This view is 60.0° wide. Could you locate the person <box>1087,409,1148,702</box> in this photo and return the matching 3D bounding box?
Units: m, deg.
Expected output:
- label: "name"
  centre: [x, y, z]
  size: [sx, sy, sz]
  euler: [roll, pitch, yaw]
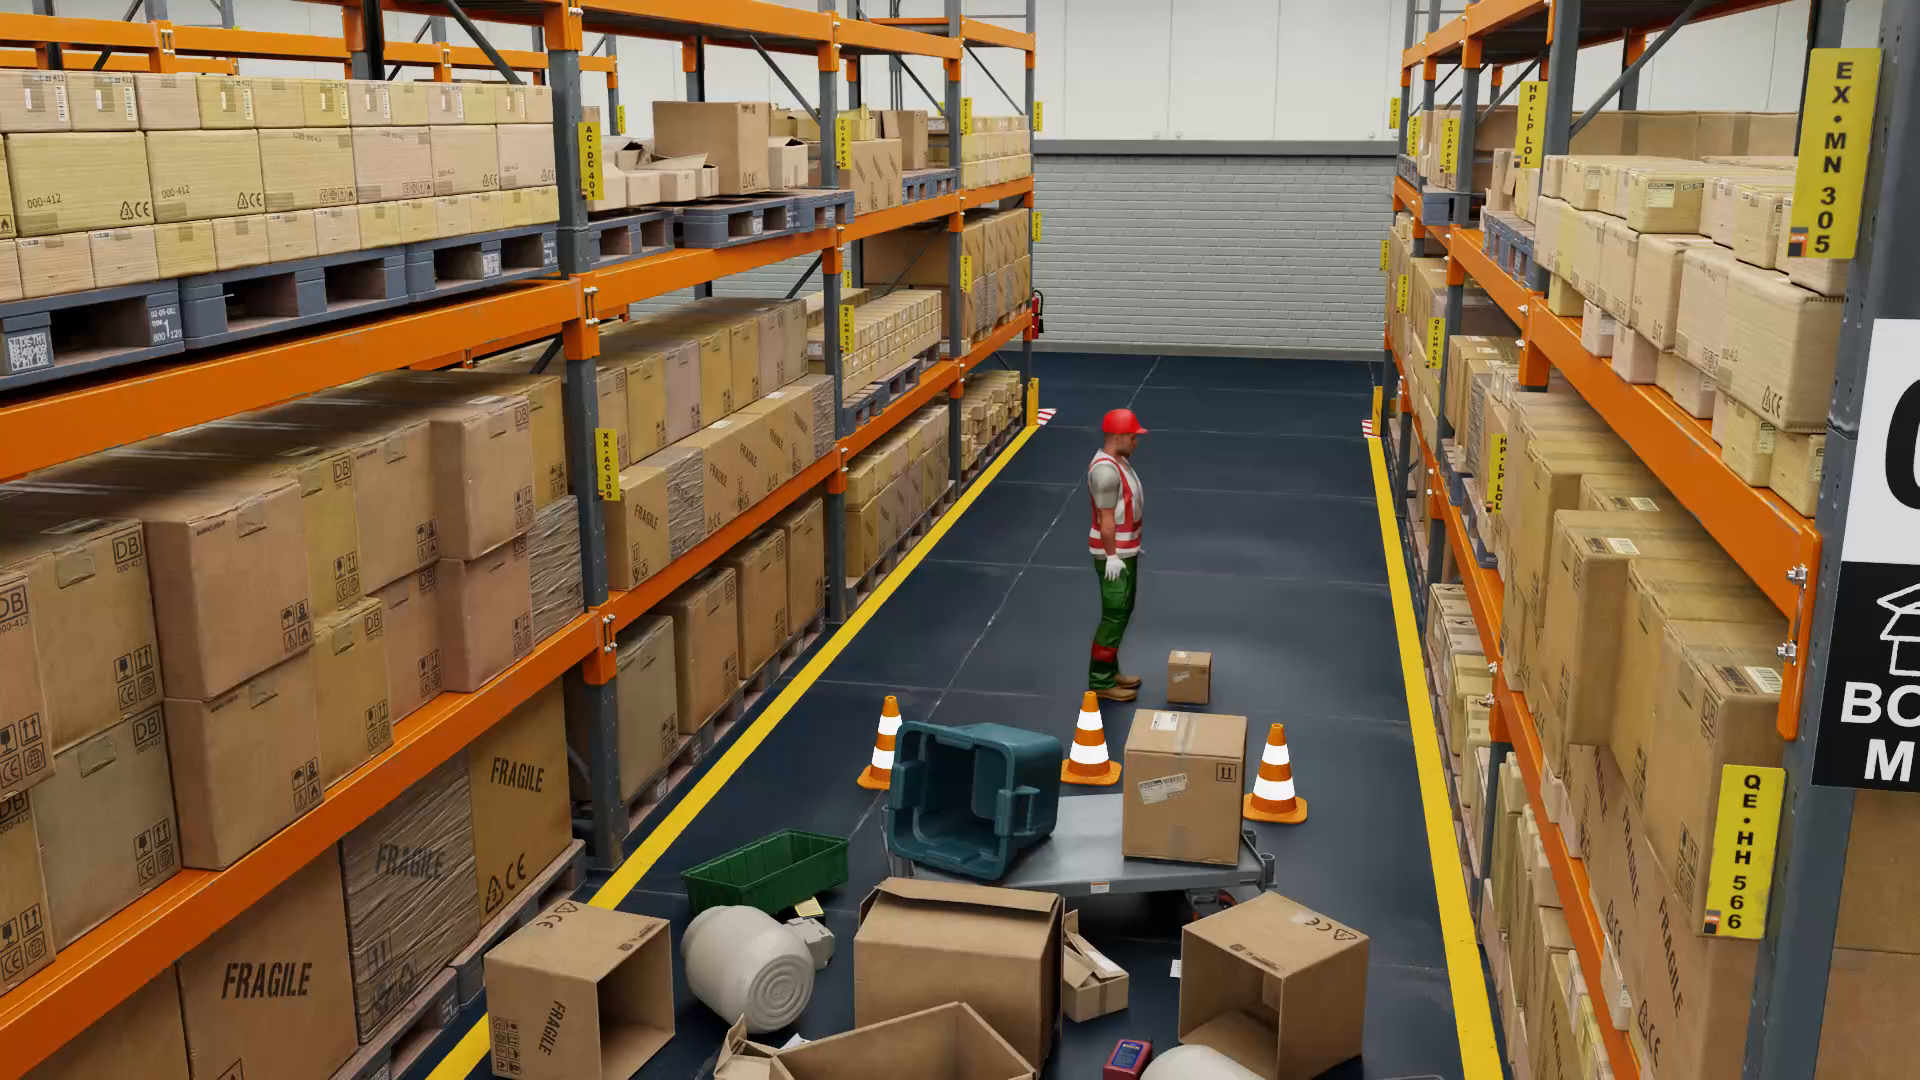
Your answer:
- label: "person"
  centre: [0.955, 0.079, 10.171]
  size: [0.348, 1.779, 0.527]
  euler: [3, 15, 12]
